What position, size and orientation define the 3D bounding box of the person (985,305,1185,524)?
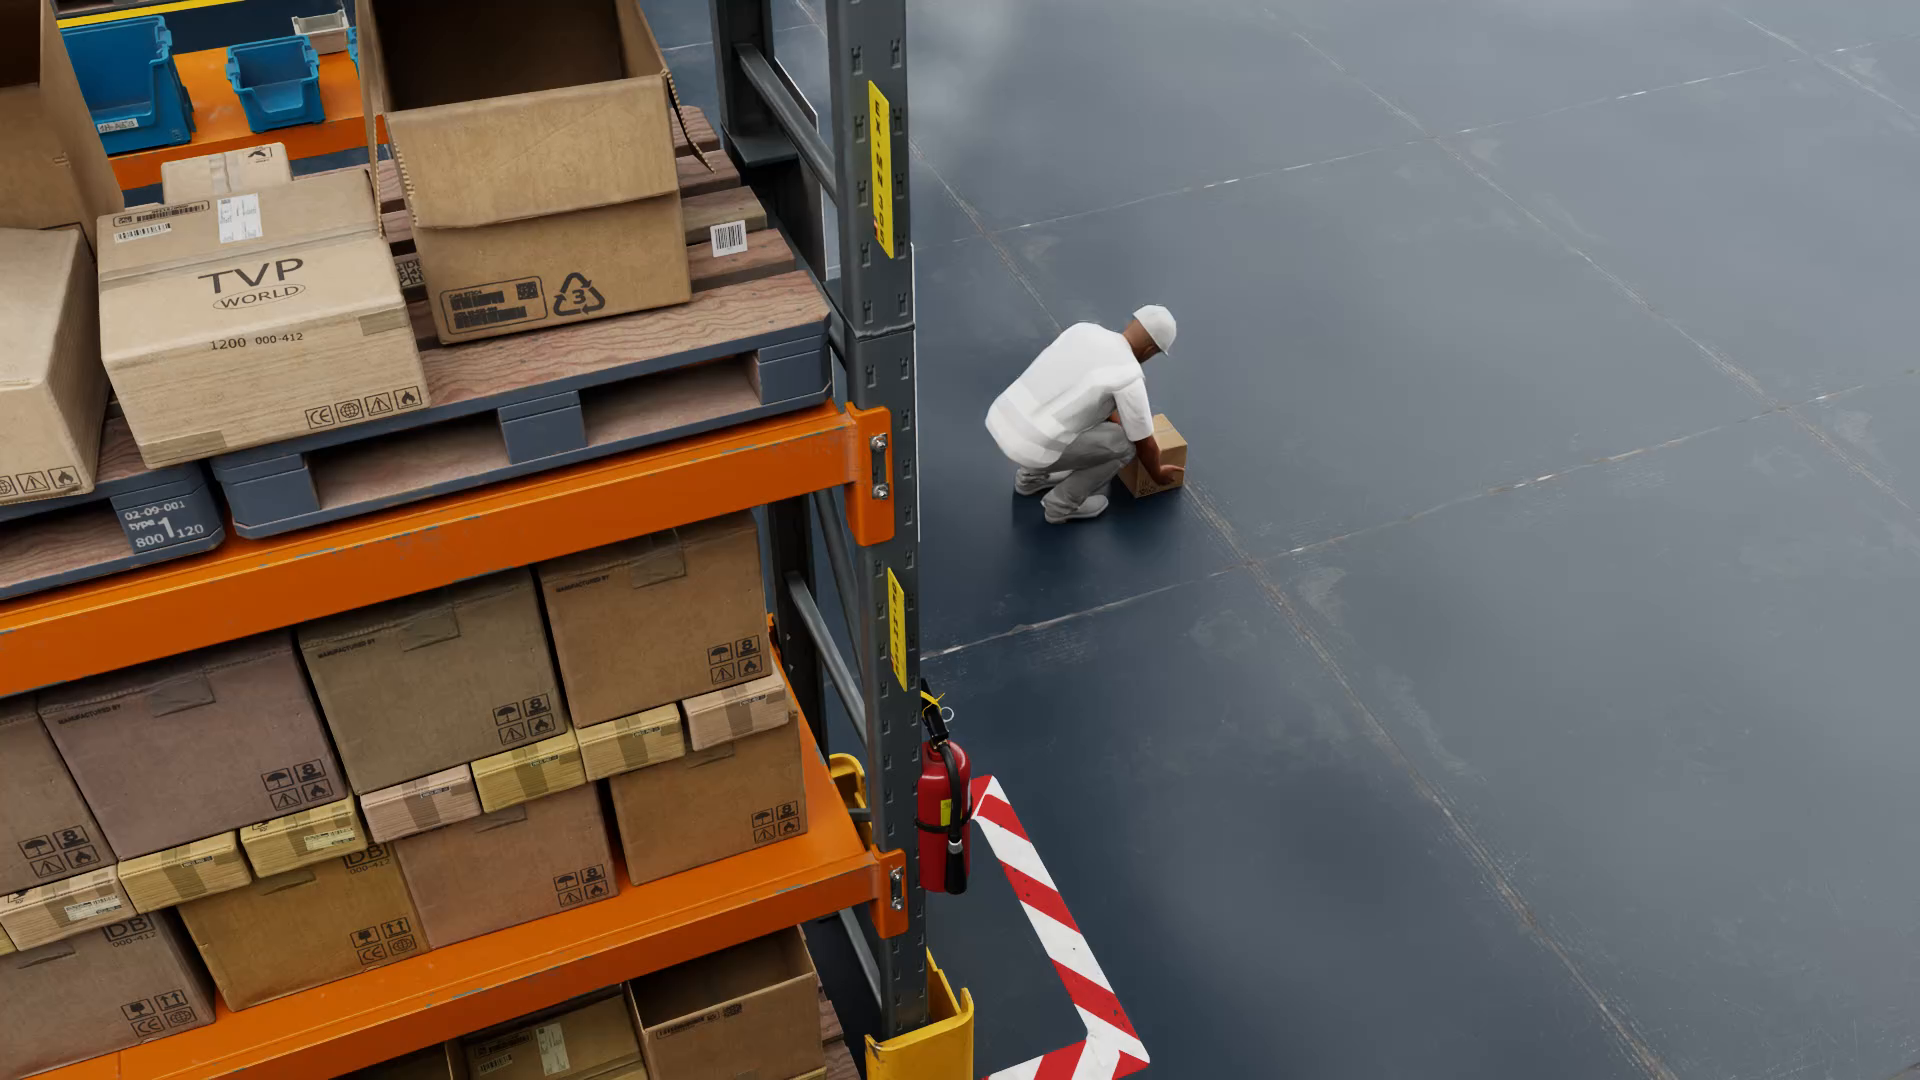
[{"bbox_3d":[0.550,-0.575,7.448,0.896,0.903,0.563,-15,44,-17],"label":"person"}]
